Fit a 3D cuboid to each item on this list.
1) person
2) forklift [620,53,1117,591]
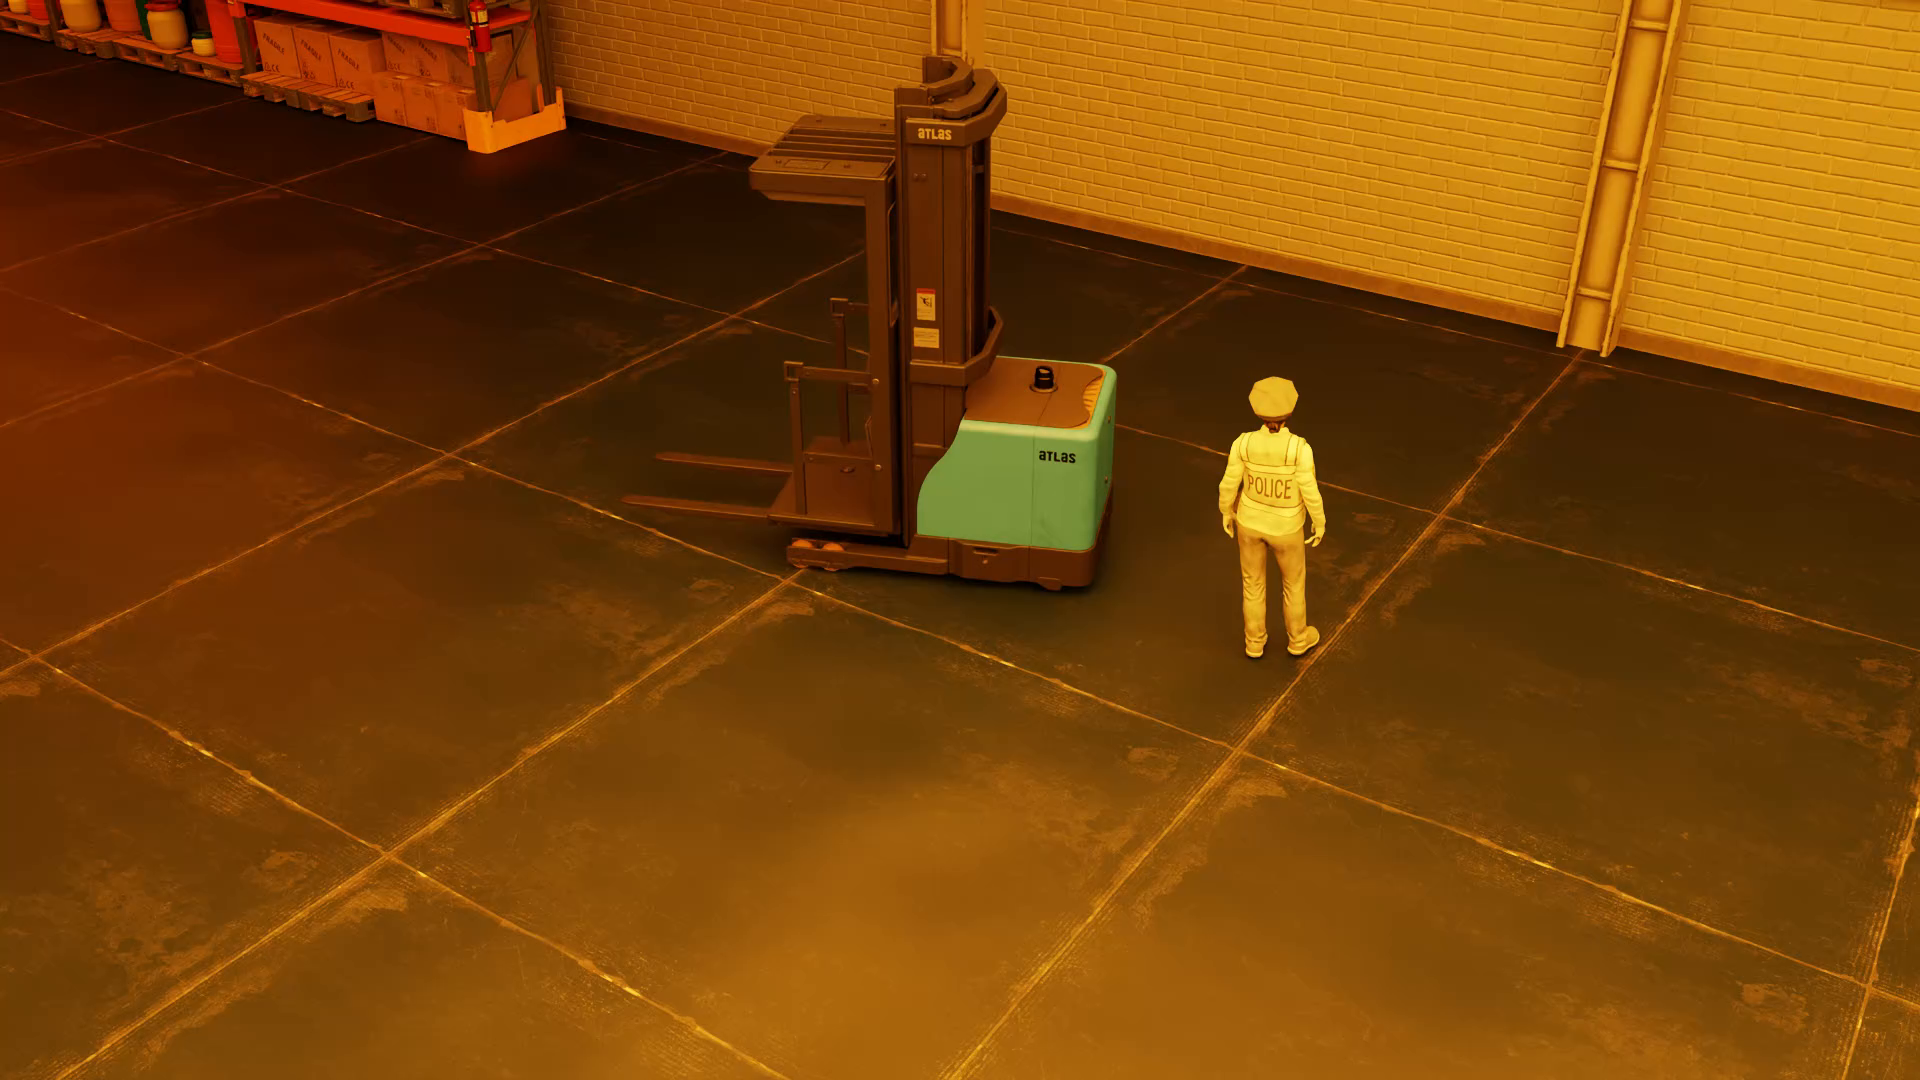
[{"bbox_3d":[1.701,-0.123,9.009,0.588,1.693,0.530,12,32,20],"label":"person"},{"bbox_3d":[-0.596,-1.330,9.871,3.031,2.935,1.130,6,31,10],"label":"forklift"}]
